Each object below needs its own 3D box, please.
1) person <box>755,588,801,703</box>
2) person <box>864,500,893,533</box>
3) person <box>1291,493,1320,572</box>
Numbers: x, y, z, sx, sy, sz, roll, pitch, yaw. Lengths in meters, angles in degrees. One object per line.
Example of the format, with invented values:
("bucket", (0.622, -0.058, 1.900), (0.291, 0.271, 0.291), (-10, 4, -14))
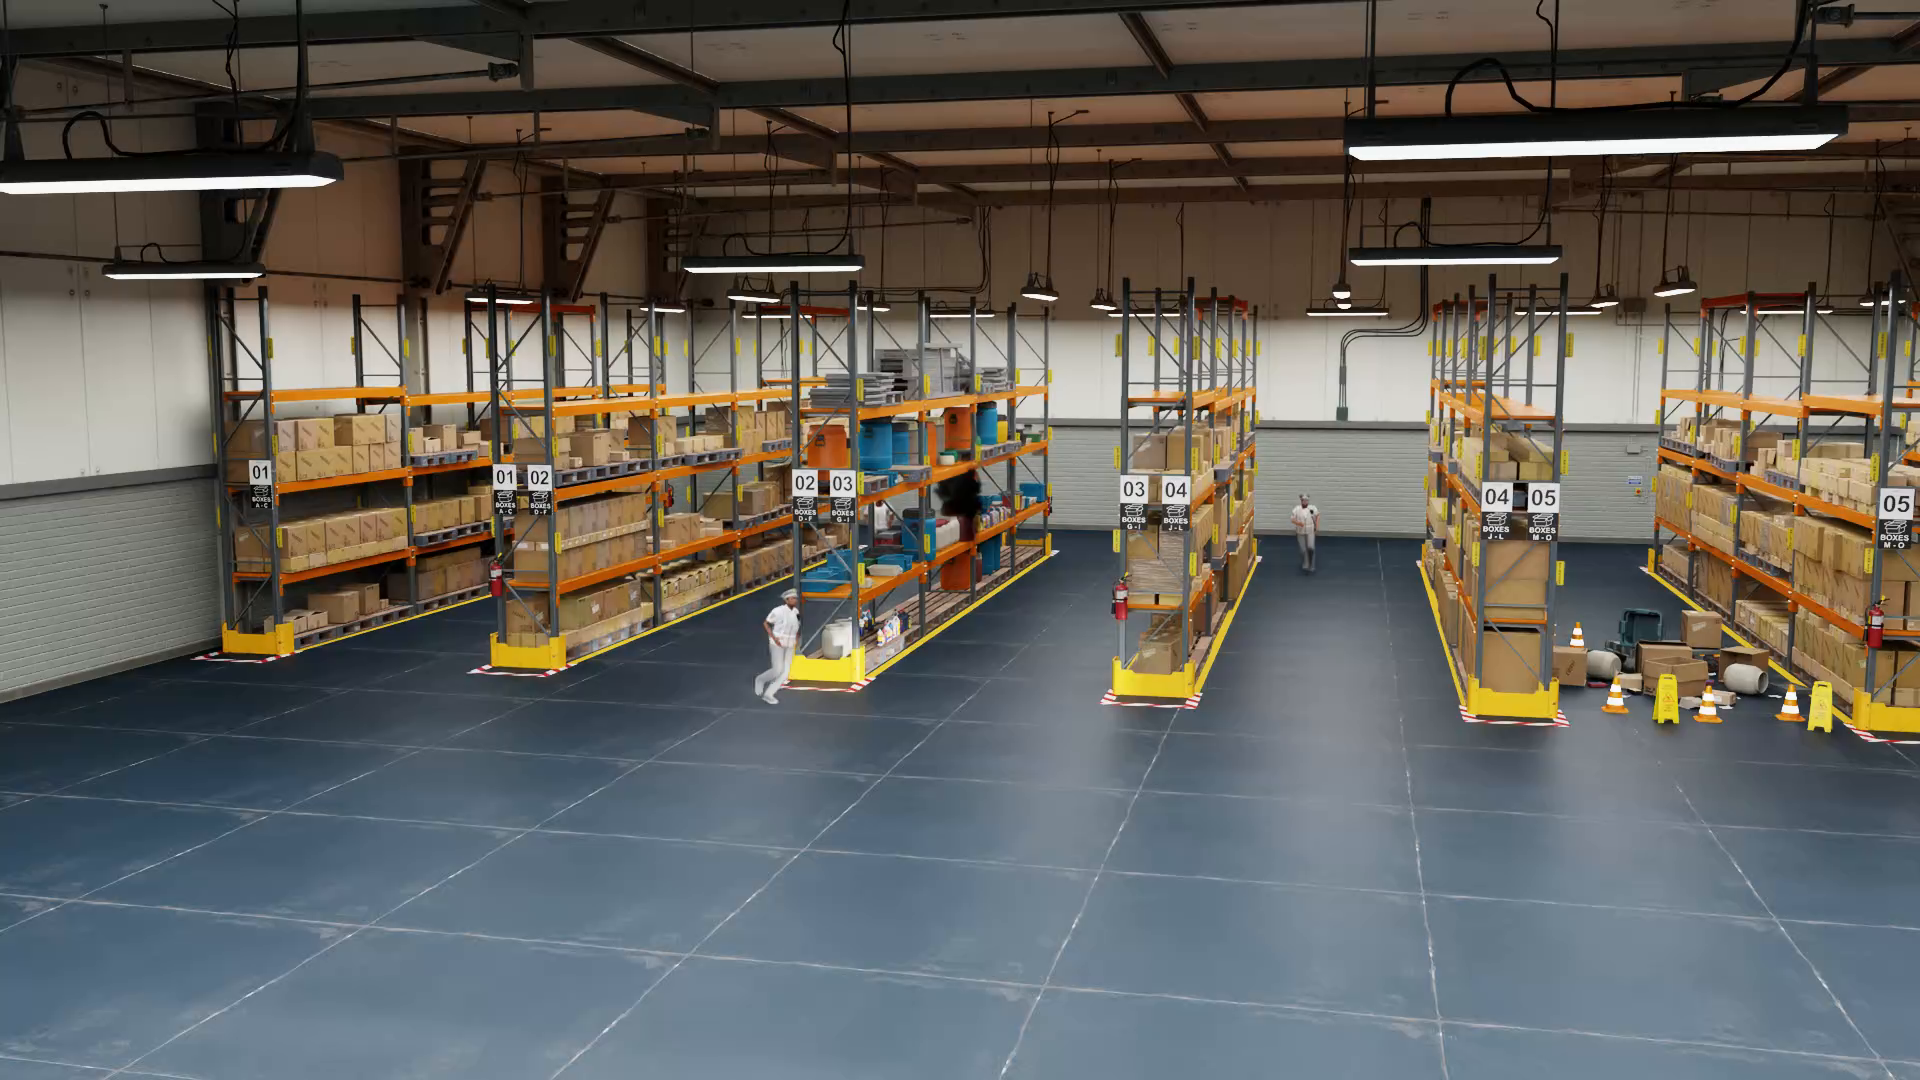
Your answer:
("person", (-2.532, 1.489, 23.705), (0.645, 1.613, 0.530), (-6, 9, -42))
("person", (-1.894, -0.270, 38.510), (0.689, 1.730, 0.628), (0, 7, 4))
("person", (7.777, -0.158, 37.493), (0.631, 1.807, 0.701), (2, 7, 13))
